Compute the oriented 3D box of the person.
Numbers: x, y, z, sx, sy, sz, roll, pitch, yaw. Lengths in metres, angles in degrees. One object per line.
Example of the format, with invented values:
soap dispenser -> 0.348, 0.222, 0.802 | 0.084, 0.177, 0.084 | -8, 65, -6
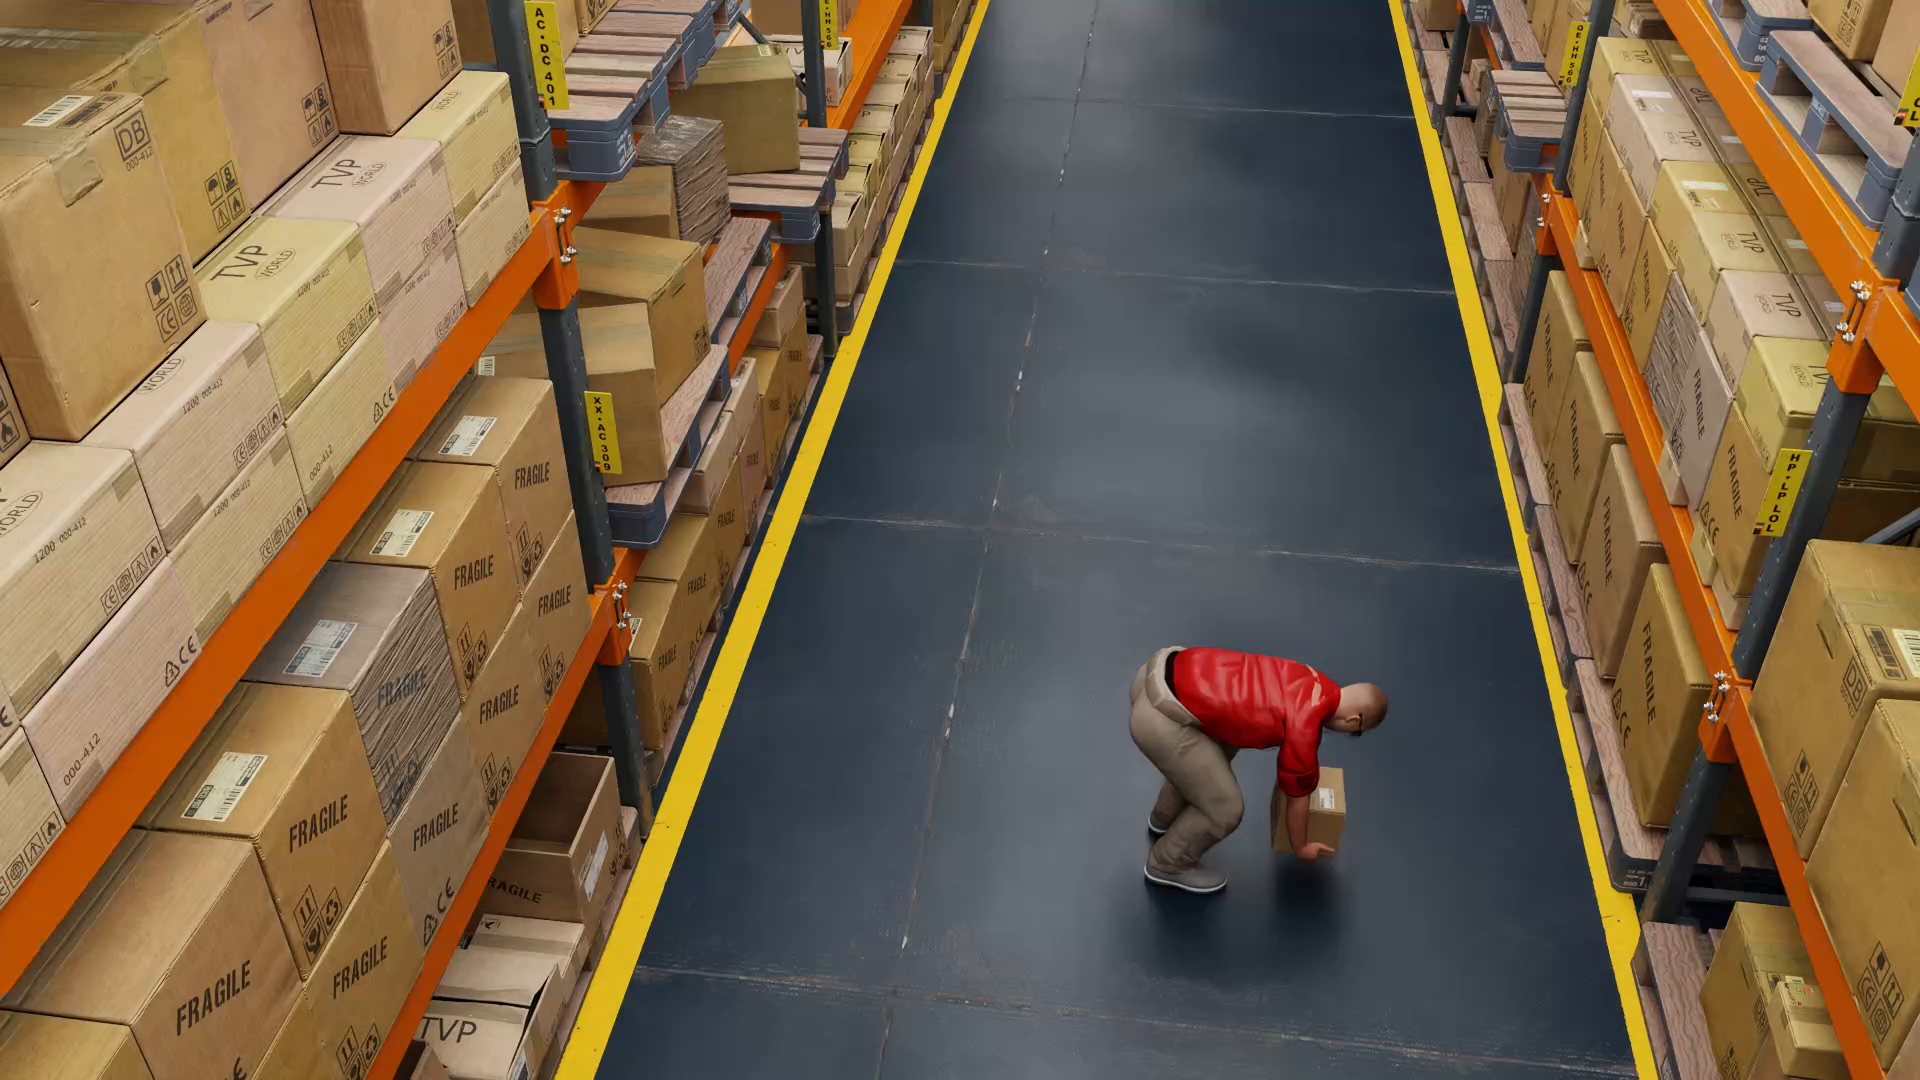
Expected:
person -> 1.120, 0.877, 6.445 | 0.963, 1.026, 0.517 | 3, 36, 4
